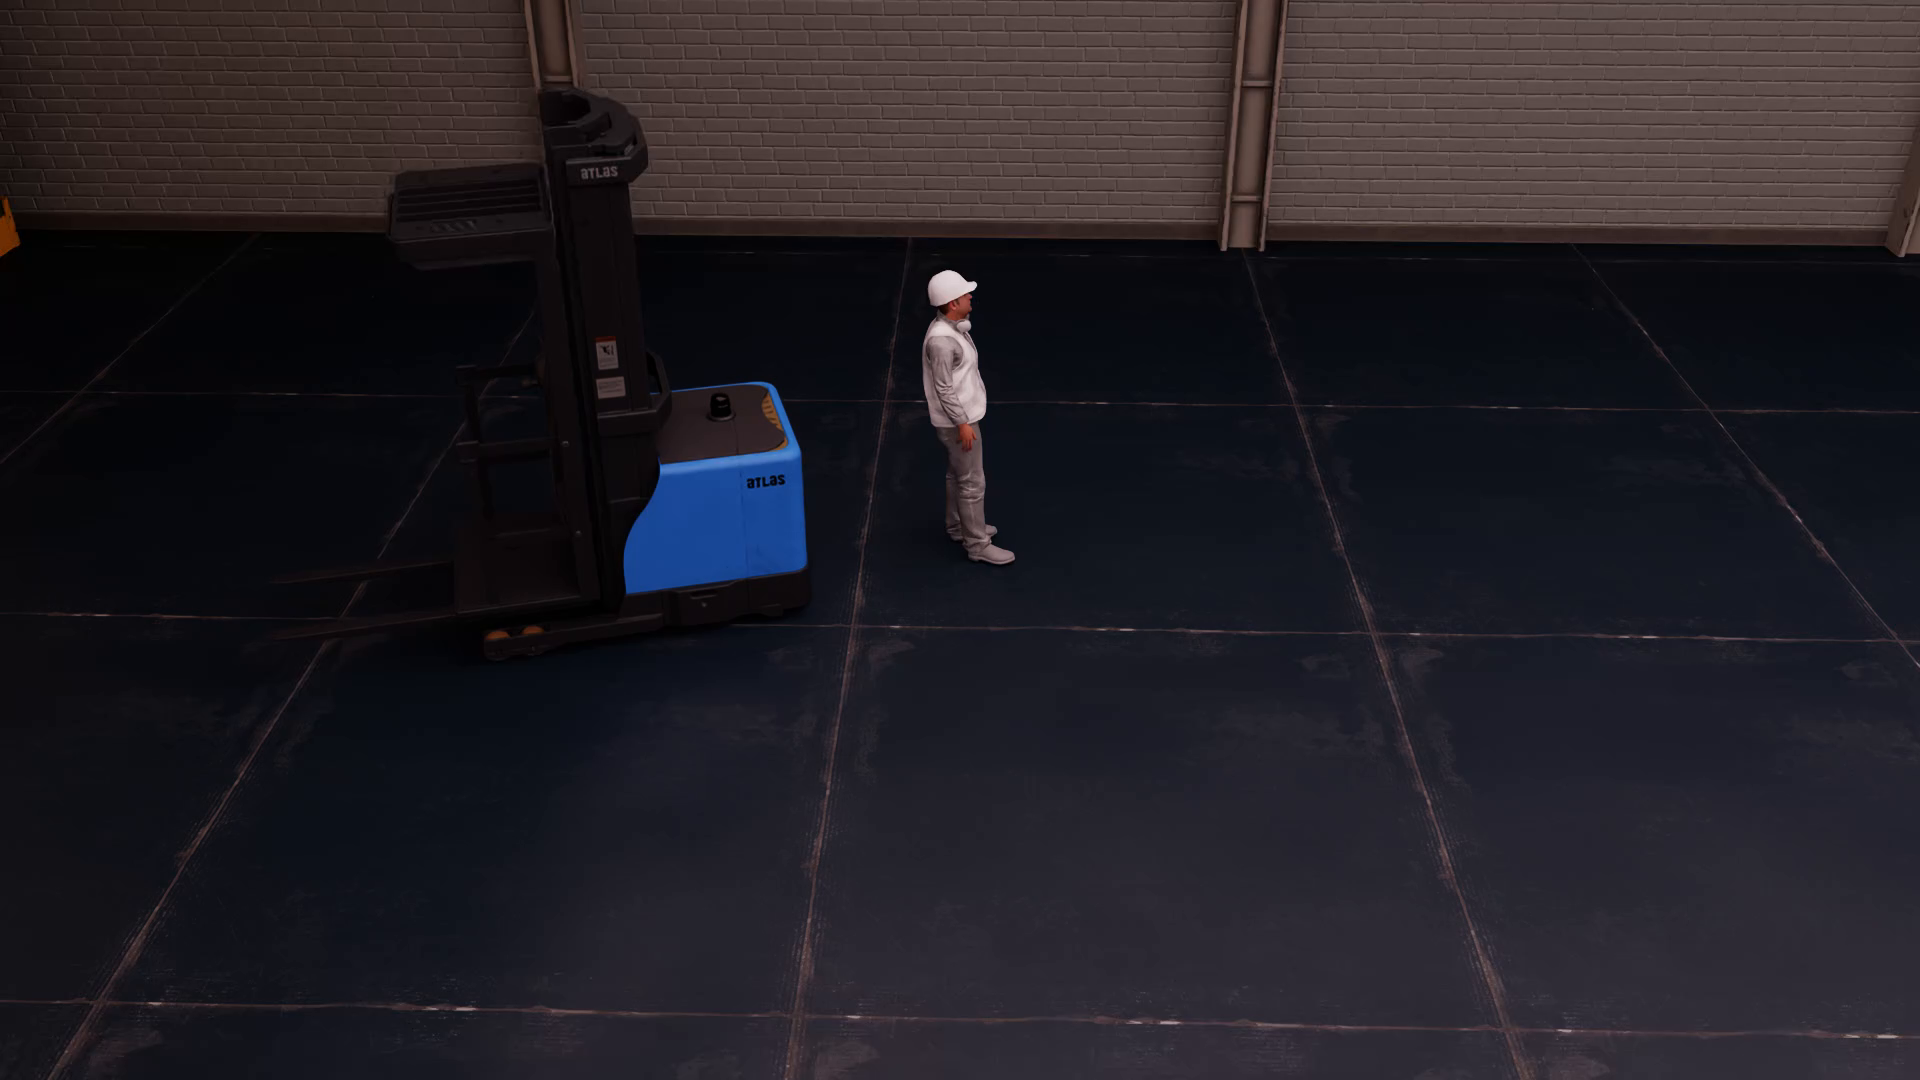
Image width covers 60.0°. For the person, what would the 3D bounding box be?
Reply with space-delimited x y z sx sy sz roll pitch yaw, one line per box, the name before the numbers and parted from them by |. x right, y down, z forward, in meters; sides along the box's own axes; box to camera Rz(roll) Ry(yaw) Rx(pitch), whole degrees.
person | 0.062 -0.766 10.037 0.568 1.773 0.632 1 31 1

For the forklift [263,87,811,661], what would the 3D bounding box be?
forklift | -2.449 -0.880 9.107 3.031 2.935 1.130 -8 31 -13
